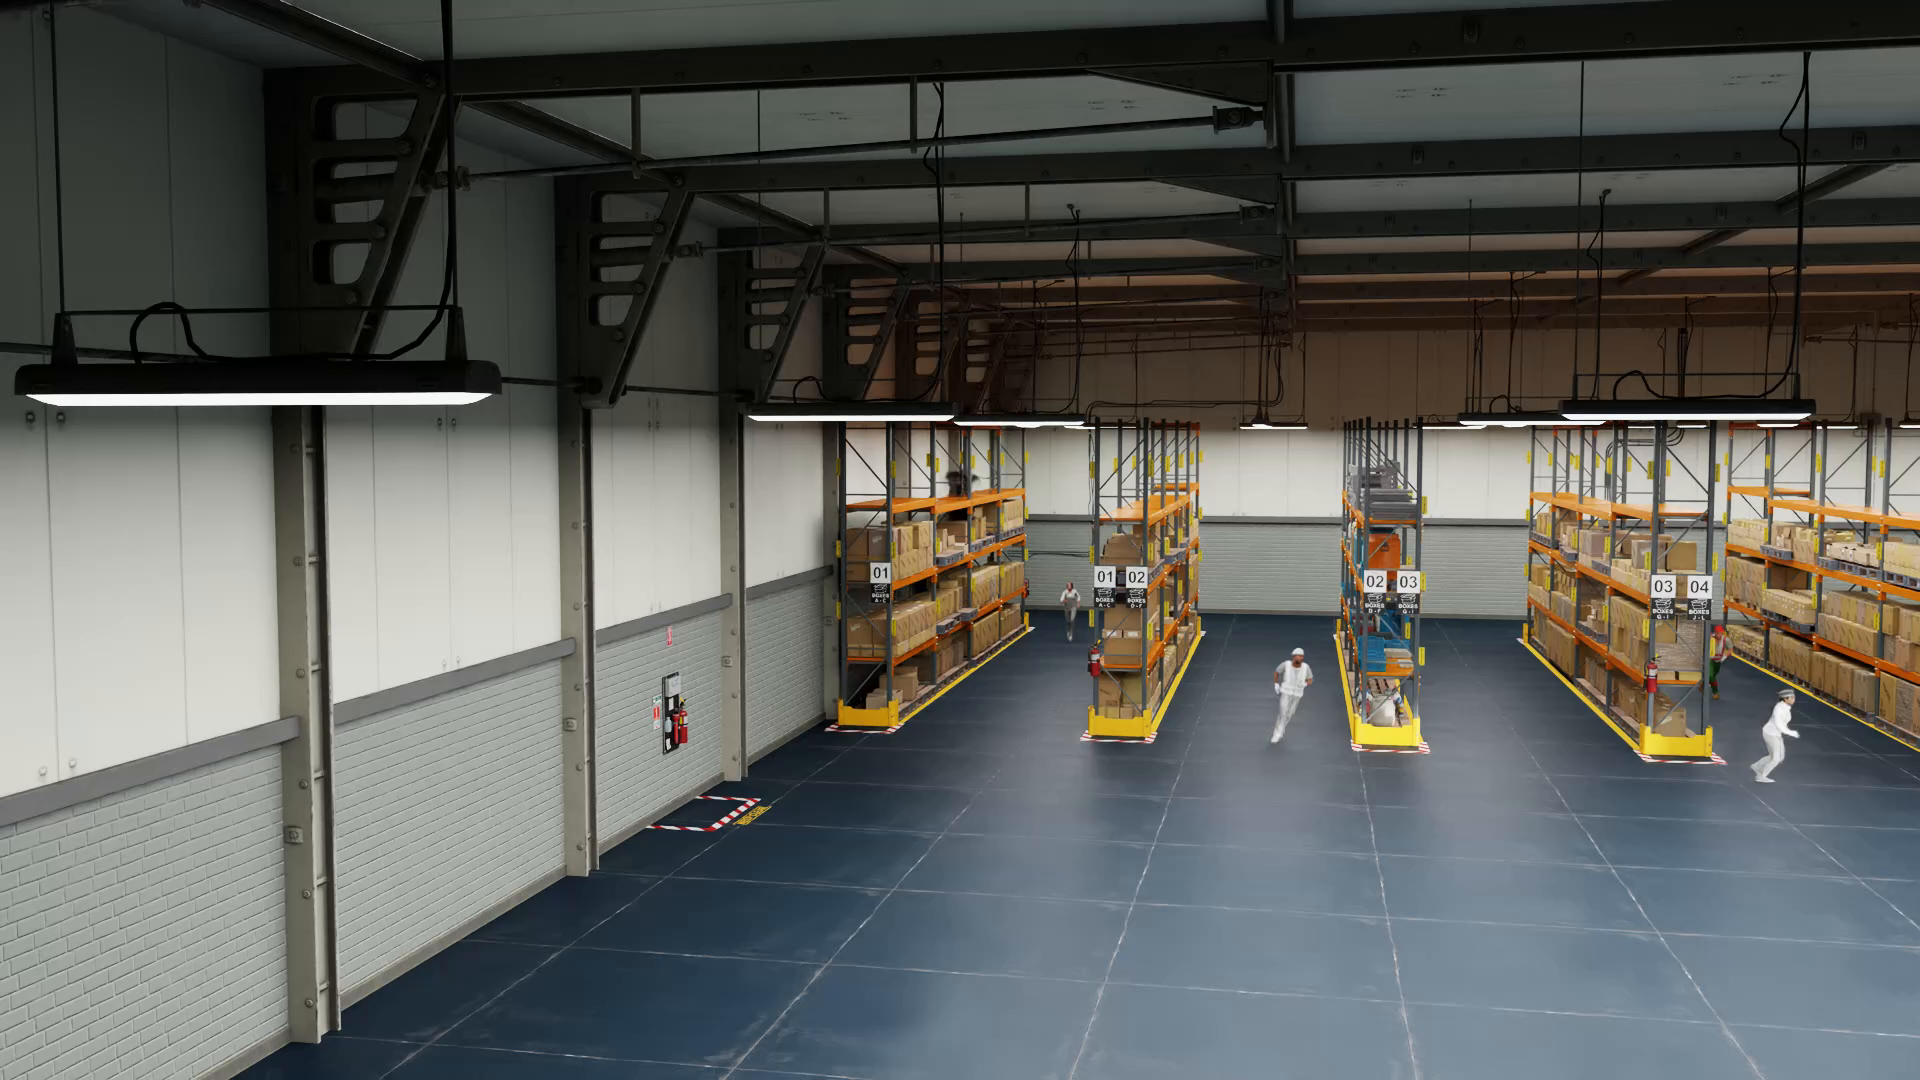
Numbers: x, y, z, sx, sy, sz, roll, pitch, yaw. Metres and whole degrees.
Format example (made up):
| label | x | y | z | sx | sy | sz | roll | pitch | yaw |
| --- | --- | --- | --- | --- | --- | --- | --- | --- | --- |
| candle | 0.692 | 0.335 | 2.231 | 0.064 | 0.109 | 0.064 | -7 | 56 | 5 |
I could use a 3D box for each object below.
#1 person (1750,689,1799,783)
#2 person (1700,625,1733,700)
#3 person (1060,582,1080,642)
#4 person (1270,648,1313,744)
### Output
| label | x | y | z | sx | sy | sz | roll | pitch | yaw |
| --- | --- | --- | --- | --- | --- | --- | --- | --- | --- |
| person | 13.268 | 3.179 | 27.071 | 0.716 | 1.574 | 0.588 | 2 | 4 | 34 |
| person | 16.237 | 2.591 | 35.859 | 0.688 | 1.607 | 1.135 | 1 | 4 | 12 |
| person | 3.021 | 1.944 | 45.655 | 0.523 | 1.626 | 0.823 | 1 | 4 | 10 |
| person | 6.089 | 2.855 | 30.794 | 0.842 | 1.732 | 0.726 | 0 | 4 | -7 |
